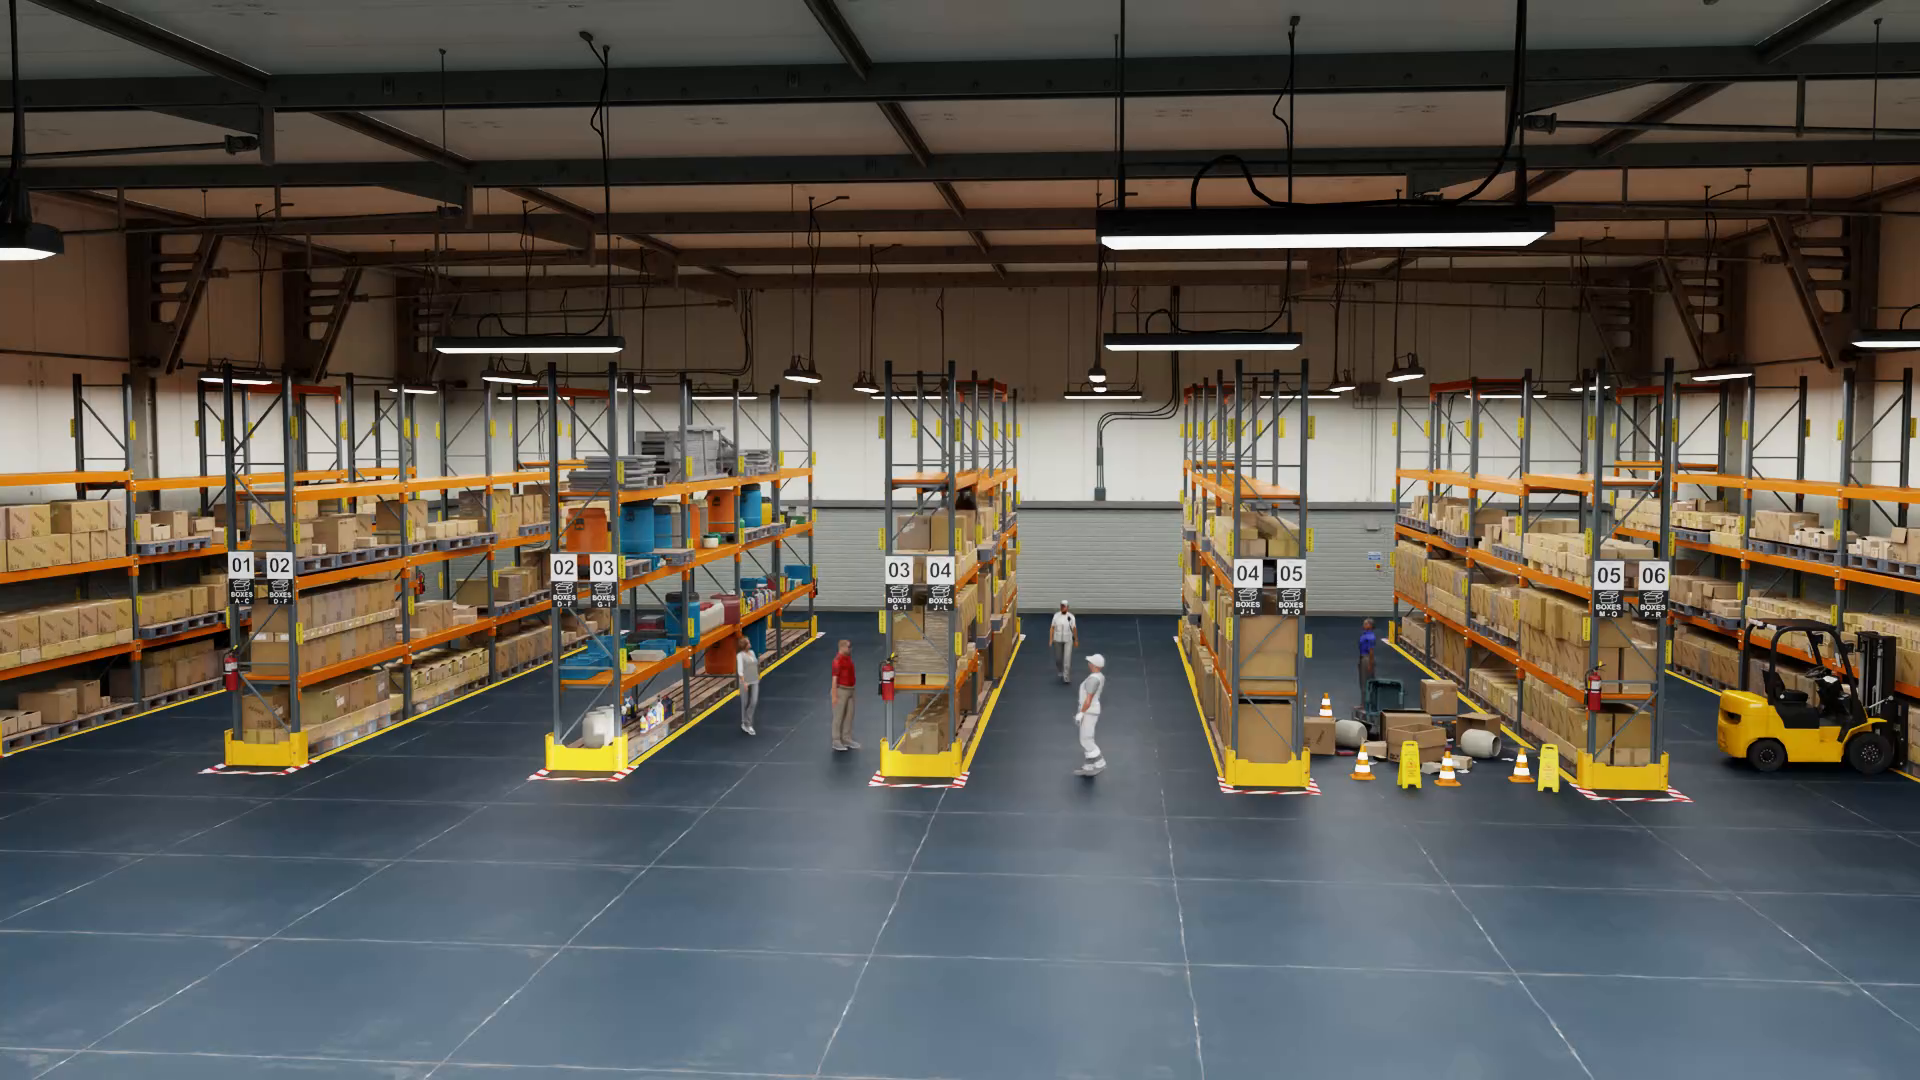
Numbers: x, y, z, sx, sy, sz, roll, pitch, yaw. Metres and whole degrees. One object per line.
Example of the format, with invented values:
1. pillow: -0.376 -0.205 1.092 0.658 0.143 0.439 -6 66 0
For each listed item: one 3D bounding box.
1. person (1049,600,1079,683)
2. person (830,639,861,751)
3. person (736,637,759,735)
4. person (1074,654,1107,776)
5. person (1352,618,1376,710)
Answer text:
1. person: 2.079 2.008 33.175 0.581 1.613 0.896 1 4 10
2. person: -1.824 2.423 26.074 0.379 1.736 0.610 1 4 20
3. person: -3.516 2.409 27.632 0.422 1.589 0.653 -2 4 -25
4. person: 1.856 2.525 24.044 0.498 1.787 0.631 0 4 -6
5. person: 7.293 2.329 29.819 0.436 1.445 0.481 2 4 24
